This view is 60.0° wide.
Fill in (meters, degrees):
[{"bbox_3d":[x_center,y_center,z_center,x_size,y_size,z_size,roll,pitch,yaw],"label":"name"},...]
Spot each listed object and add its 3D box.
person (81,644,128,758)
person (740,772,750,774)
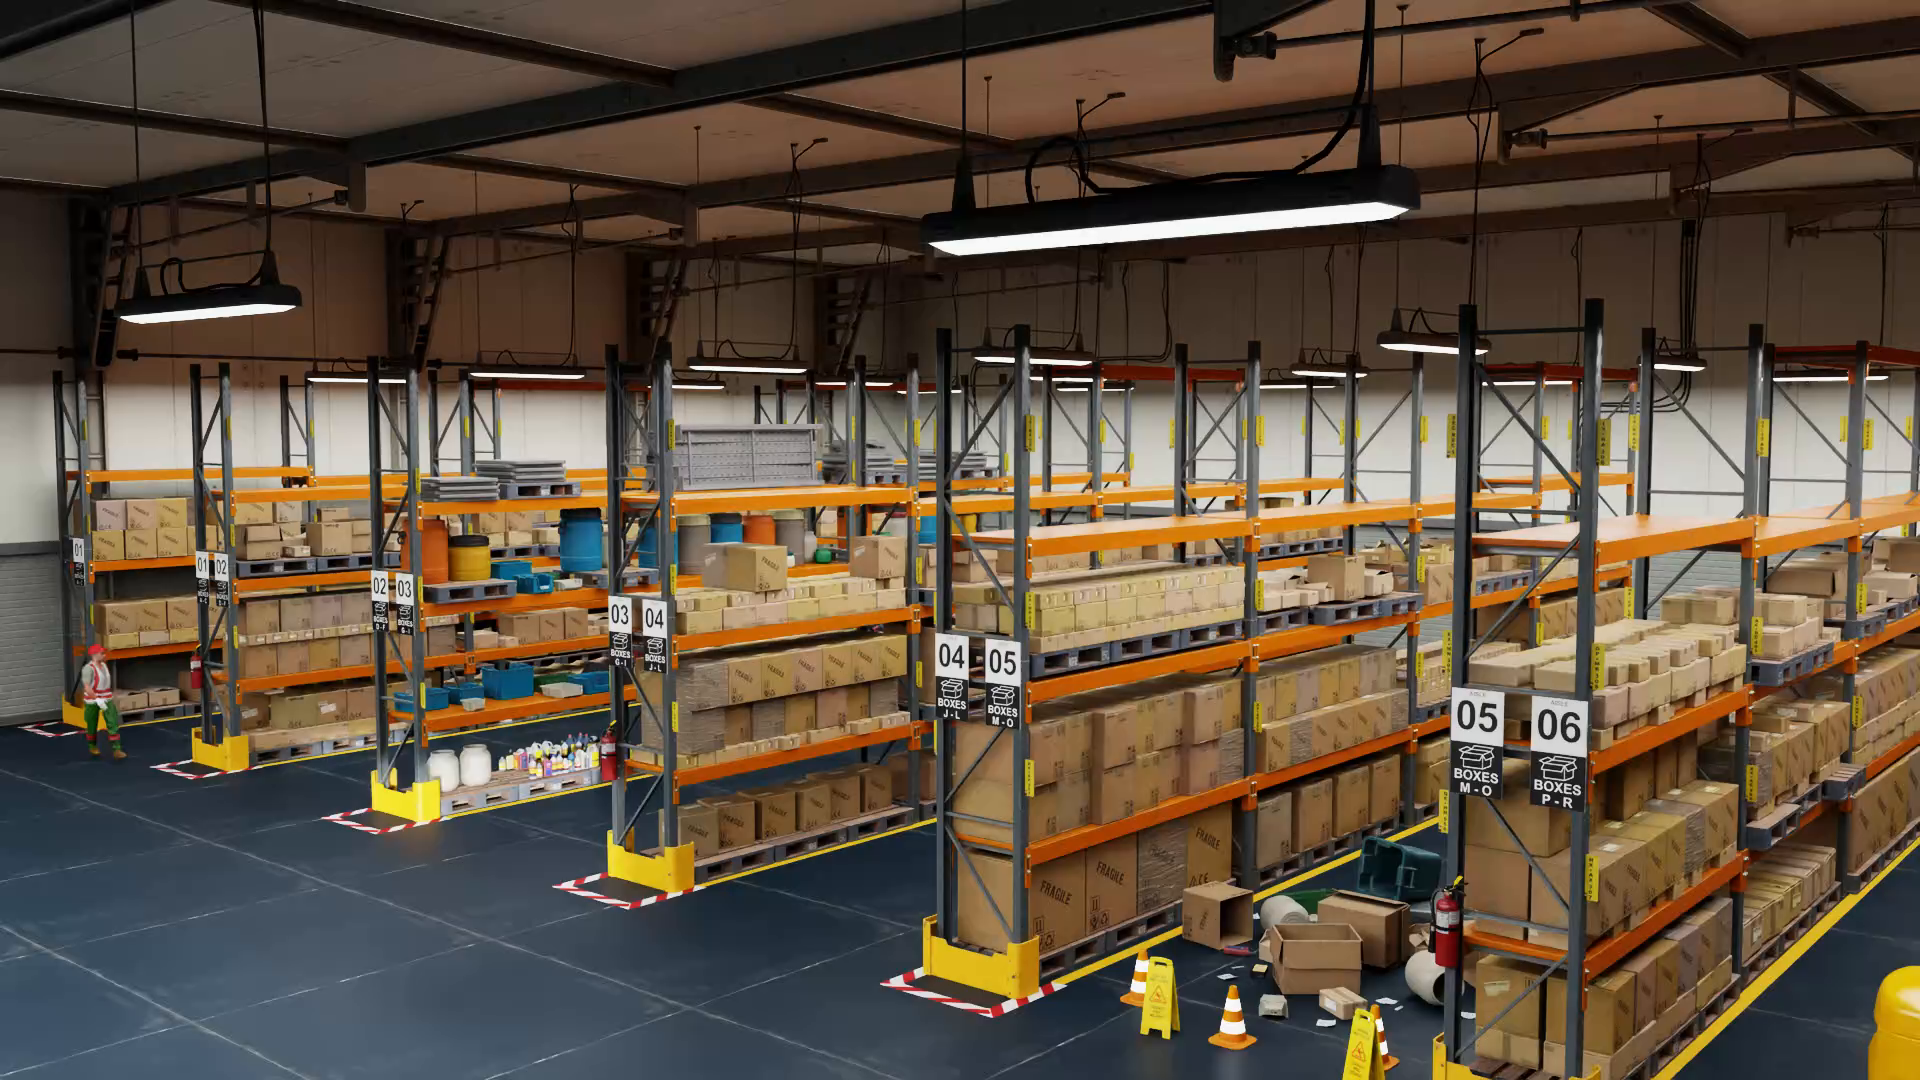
[{"bbox_3d":[-13.030,2.443,25.194,0.495,1.730,1.039,-4,5,-41],"label":"person"},{"bbox_3d":[-3.172,2.575,24.459,0.472,1.649,0.585,3,5,31],"label":"person"}]
